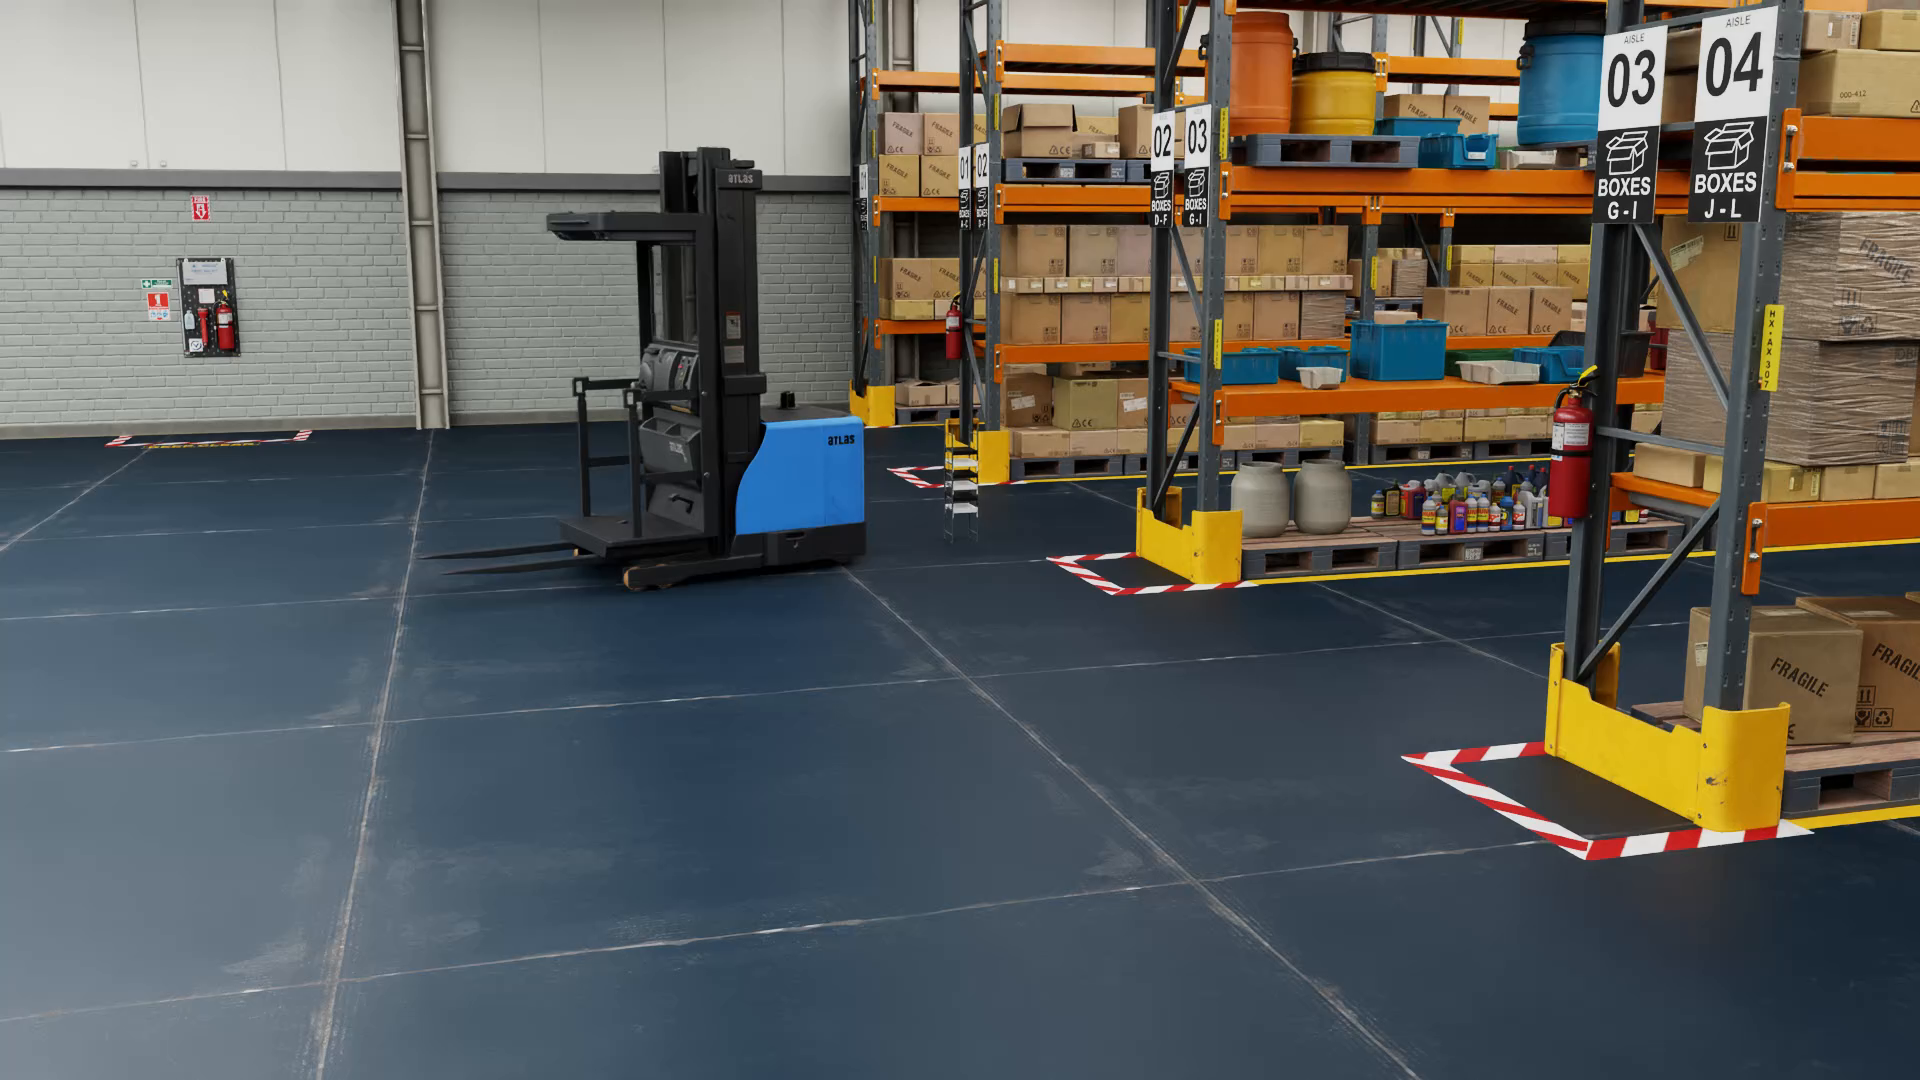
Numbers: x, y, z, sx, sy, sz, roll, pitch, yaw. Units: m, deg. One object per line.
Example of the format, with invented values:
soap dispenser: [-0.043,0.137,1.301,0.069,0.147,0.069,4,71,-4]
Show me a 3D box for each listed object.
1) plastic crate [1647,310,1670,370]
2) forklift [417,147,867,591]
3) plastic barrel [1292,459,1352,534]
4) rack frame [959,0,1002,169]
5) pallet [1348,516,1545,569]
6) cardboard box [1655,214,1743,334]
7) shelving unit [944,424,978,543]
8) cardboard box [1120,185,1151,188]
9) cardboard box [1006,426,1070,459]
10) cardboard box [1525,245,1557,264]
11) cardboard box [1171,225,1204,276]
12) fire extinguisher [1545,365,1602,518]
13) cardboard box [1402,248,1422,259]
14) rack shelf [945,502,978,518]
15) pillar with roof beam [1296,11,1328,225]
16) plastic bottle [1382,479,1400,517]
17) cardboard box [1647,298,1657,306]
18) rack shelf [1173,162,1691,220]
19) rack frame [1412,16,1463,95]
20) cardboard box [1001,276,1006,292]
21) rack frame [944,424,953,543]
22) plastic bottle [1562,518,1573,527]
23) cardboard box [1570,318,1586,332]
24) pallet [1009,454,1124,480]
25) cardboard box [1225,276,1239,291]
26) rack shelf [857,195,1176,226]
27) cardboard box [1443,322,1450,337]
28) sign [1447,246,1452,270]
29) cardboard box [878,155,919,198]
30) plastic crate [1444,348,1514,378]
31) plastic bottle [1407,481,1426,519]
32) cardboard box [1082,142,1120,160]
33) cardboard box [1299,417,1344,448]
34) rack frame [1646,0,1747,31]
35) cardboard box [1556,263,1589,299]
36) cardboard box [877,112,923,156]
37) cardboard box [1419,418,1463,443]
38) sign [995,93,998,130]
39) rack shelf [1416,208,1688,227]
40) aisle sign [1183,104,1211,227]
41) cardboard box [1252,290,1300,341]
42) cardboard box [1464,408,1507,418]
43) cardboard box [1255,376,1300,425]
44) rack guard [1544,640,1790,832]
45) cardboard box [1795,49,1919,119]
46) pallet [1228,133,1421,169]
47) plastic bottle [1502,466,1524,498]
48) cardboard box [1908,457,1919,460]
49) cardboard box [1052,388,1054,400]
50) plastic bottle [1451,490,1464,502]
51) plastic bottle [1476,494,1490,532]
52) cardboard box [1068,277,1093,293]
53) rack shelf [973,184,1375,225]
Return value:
plastic crate: [5.790,-1.578,13.157,0.583,0.464,0.402,-3,11,-16]
forklift: [-2.202,-1.205,11.496,3.031,2.935,1.130,-6,12,-32]
plastic barrel: [2.662,-0.321,12.219,0.421,0.512,0.421,0,10,0]
rack frame: [0.189,-5.078,15.776,0.127,3.000,1.000,-3,11,-16]
pallet: [3.581,-0.008,12.509,1.213,0.211,1.003,-3,11,-16]
cardboard box: [3.414,-1.163,7.222,0.500,0.500,0.500,-3,11,-16]
shelving unit: [0.008,-0.443,12.967,0.210,0.900,0.258,-3,11,-16]
cardboard box: [2.224,-4.657,21.440,0.500,0.500,0.500,-3,11,-14]
cardboard box: [0.767,-0.970,16.468,0.500,0.250,0.500,-3,11,-16]
cardboard box: [7.985,-3.999,23.260,0.500,0.250,0.500,-3,11,-16]
cardboard box: [2.160,-2.918,16.750,0.500,0.500,0.700,-3,11,-16]
fire extinguisher: [2.716,-0.442,7.375,0.183,0.674,0.296,-3,11,-16]
cardboard box: [6.160,-3.955,22.964,0.250,0.149,0.380,-5,11,-23]
rack shelf: [0.008,-0.233,13.006,0.200,0.077,0.258,-3,11,-16]
pillar with roof beam: [6.196,-5.680,19.046,0.400,9.000,9.100,-3,11,-16]
plastic bottle: [3.318,-0.325,12.815,0.133,0.283,0.061,-3,11,-15]
cardboard box: [9.842,-3.399,23.864,0.250,0.149,0.380,-3,11,-15]
rack shelf: [3.491,-2.489,11.984,4.000,0.370,1.077,-3,11,-16]
rack frame: [6.482,-6.344,22.652,0.127,3.000,1.000,-3,11,-16]
cardboard box: [0.503,-2.548,16.536,0.250,0.149,0.380,-3,11,-17]
rack frame: [-0.090,-0.438,12.939,0.006,0.900,0.240,-3,11,-16]
plastic bottle: [4.544,-0.241,12.361,0.133,0.283,0.061,-2,11,-12]
cardboard box: [6.662,-2.335,18.137,0.250,0.149,0.380,-2,11,-12]
pallet: [0.912,-0.802,16.822,1.213,0.211,1.003,-3,11,-16]
cardboard box: [2.609,-2.583,16.726,0.250,0.149,0.380,-3,11,-14]
rack shelf: [0.722,-4.211,21.339,4.000,0.370,1.077,-3,11,-16]
cardboard box: [4.938,-2.216,17.492,0.250,0.149,0.380,-3,11,-16]
sign: [6.643,-3.830,22.588,0.005,0.325,0.100,-3,11,-16]
cardboard box: [-0.808,-4.496,20.569,0.500,0.500,0.500,-3,11,-14]
plastic crate: [4.029,-1.345,12.653,0.662,0.188,0.450,-3,11,-16]
plastic bottle: [3.491,-0.306,12.709,0.133,0.283,0.061,-3,11,-16]
cardboard box: [1.368,-3.784,16.177,0.250,0.149,0.380,-3,11,-16]
cardboard box: [3.646,-1.123,17.296,0.500,0.250,0.500,-3,11,-16]
rack frame: [5.411,-4.419,12.197,0.127,3.000,1.000,-3,11,-16]
cardboard box: [8.500,-3.656,23.470,0.500,0.500,0.500,-3,11,-14]
cardboard box: [-0.761,-4.992,20.500,0.500,0.500,0.500,-4,11,-20]
cardboard box: [4.978,-1.187,17.646,0.500,0.250,0.500,-3,11,-15]
sign: [0.339,-3.975,15.436,0.005,0.325,0.100,-3,11,-16]
rack shelf: [8.403,-4.616,23.538,4.000,0.370,1.077,-3,11,-16]
aisle sign: [1.583,-2.490,11.109,0.004,0.787,0.394,-3,11,-16]
cardboard box: [3.101,-2.328,17.131,0.500,0.500,0.700,-3,11,-17]
cardboard box: [5.475,-1.489,17.733,0.500,0.311,0.500,-3,11,-18]
cardboard box: [3.163,-1.468,17.102,0.500,0.500,0.500,-3,11,-16]
rack guard: [3.028,0.820,7.211,0.348,0.500,1.175,-3,11,-16]
cardboard box: [3.489,-1.786,6.594,0.500,0.250,0.500,-3,11,-14]
pallet: [2.392,-2.674,11.522,1.213,0.211,1.003,-3,11,-16]
plastic bottle: [4.339,-0.404,13.059,0.185,0.351,0.144,-4,11,-18]
cardboard box: [4.019,-0.290,7.033,0.250,0.149,0.380,-3,11,-16]
cardboard box: [1.101,-1.928,21.893,0.250,0.149,0.380,-4,11,-21]
plastic bottle: [3.828,-0.281,12.802,0.097,0.201,0.097,0,10,0]
plastic bottle: [3.823,-0.201,12.174,0.097,0.271,0.097,0,10,0]
cardboard box: [1.119,-2.505,16.298,0.250,0.149,0.380,-3,11,-16]
rack shelf: [2.110,-3.350,16.663,4.000,0.370,1.077,-3,11,-16]
